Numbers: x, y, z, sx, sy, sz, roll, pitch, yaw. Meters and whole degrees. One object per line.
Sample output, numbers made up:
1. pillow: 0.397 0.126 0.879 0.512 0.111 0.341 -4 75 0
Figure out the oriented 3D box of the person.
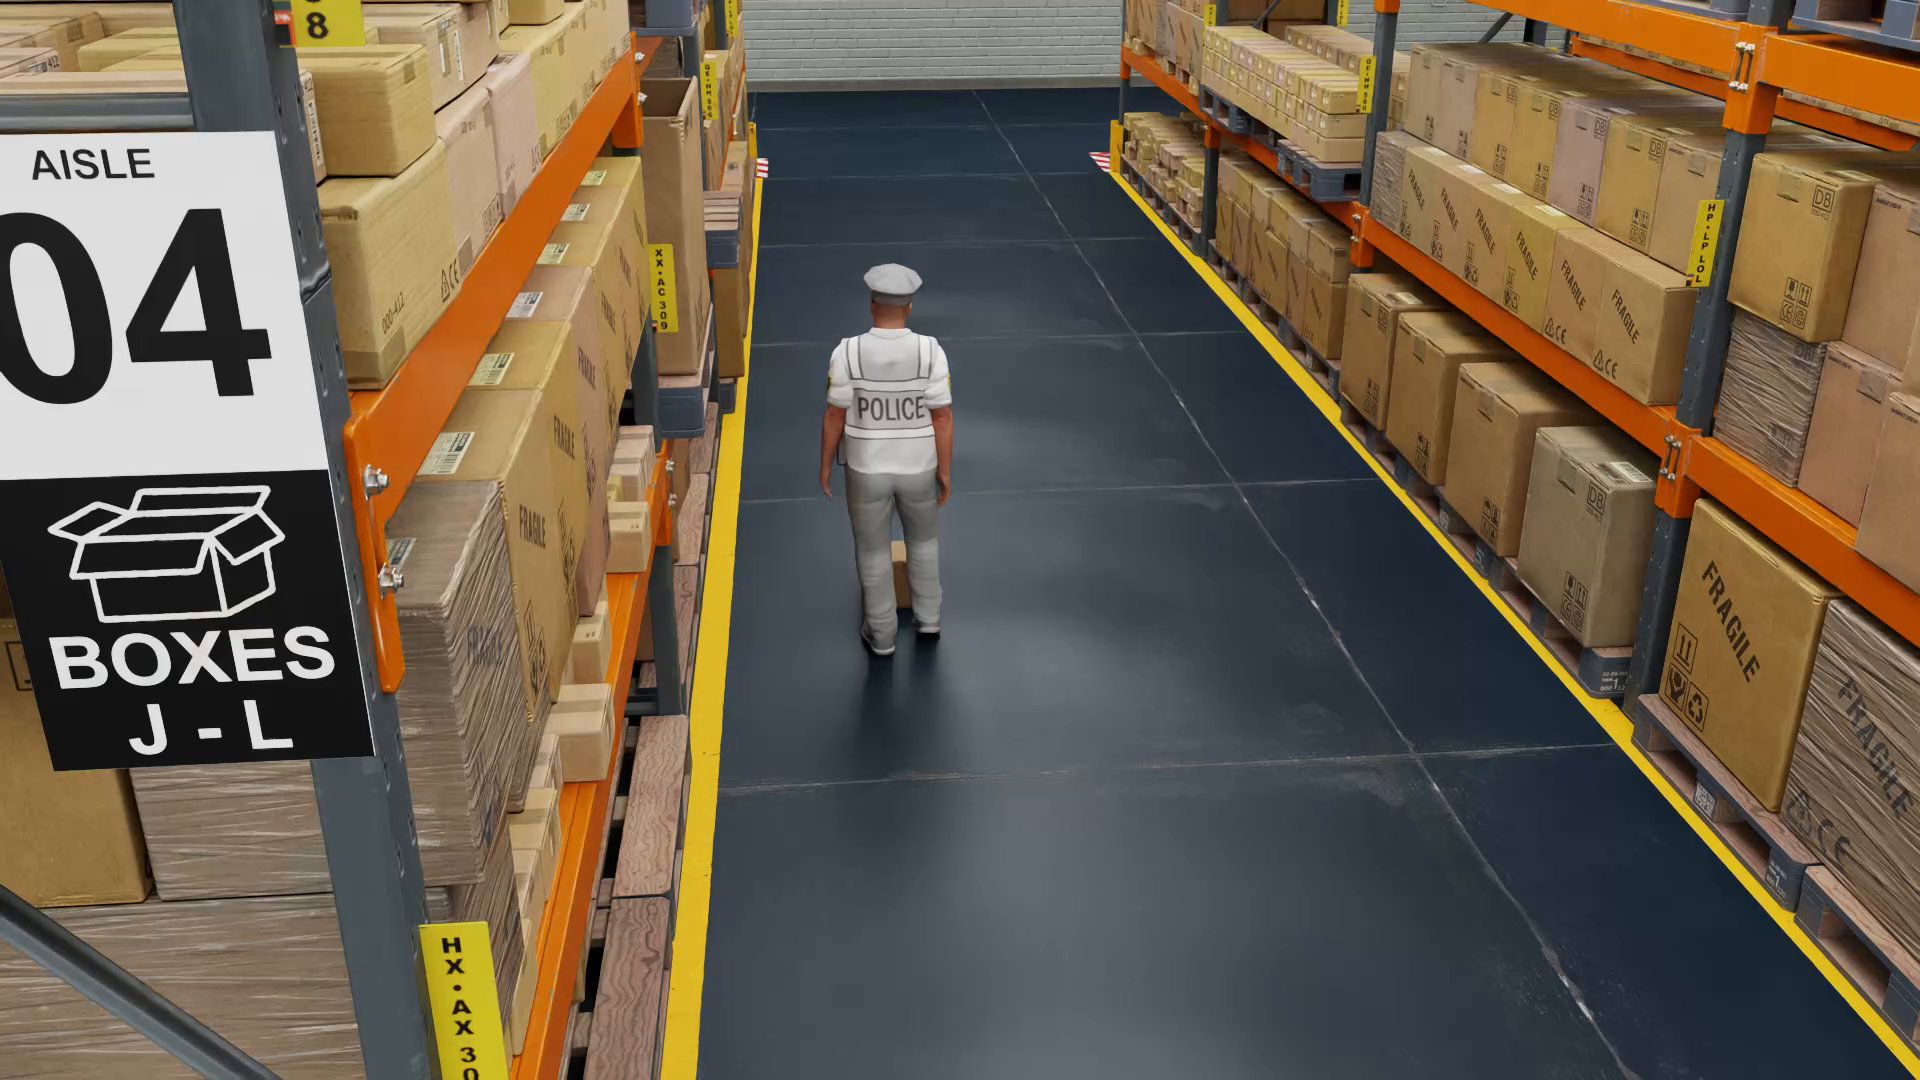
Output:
1. person: -0.339 -0.320 7.377 0.575 1.823 0.511 -4 24 -10
